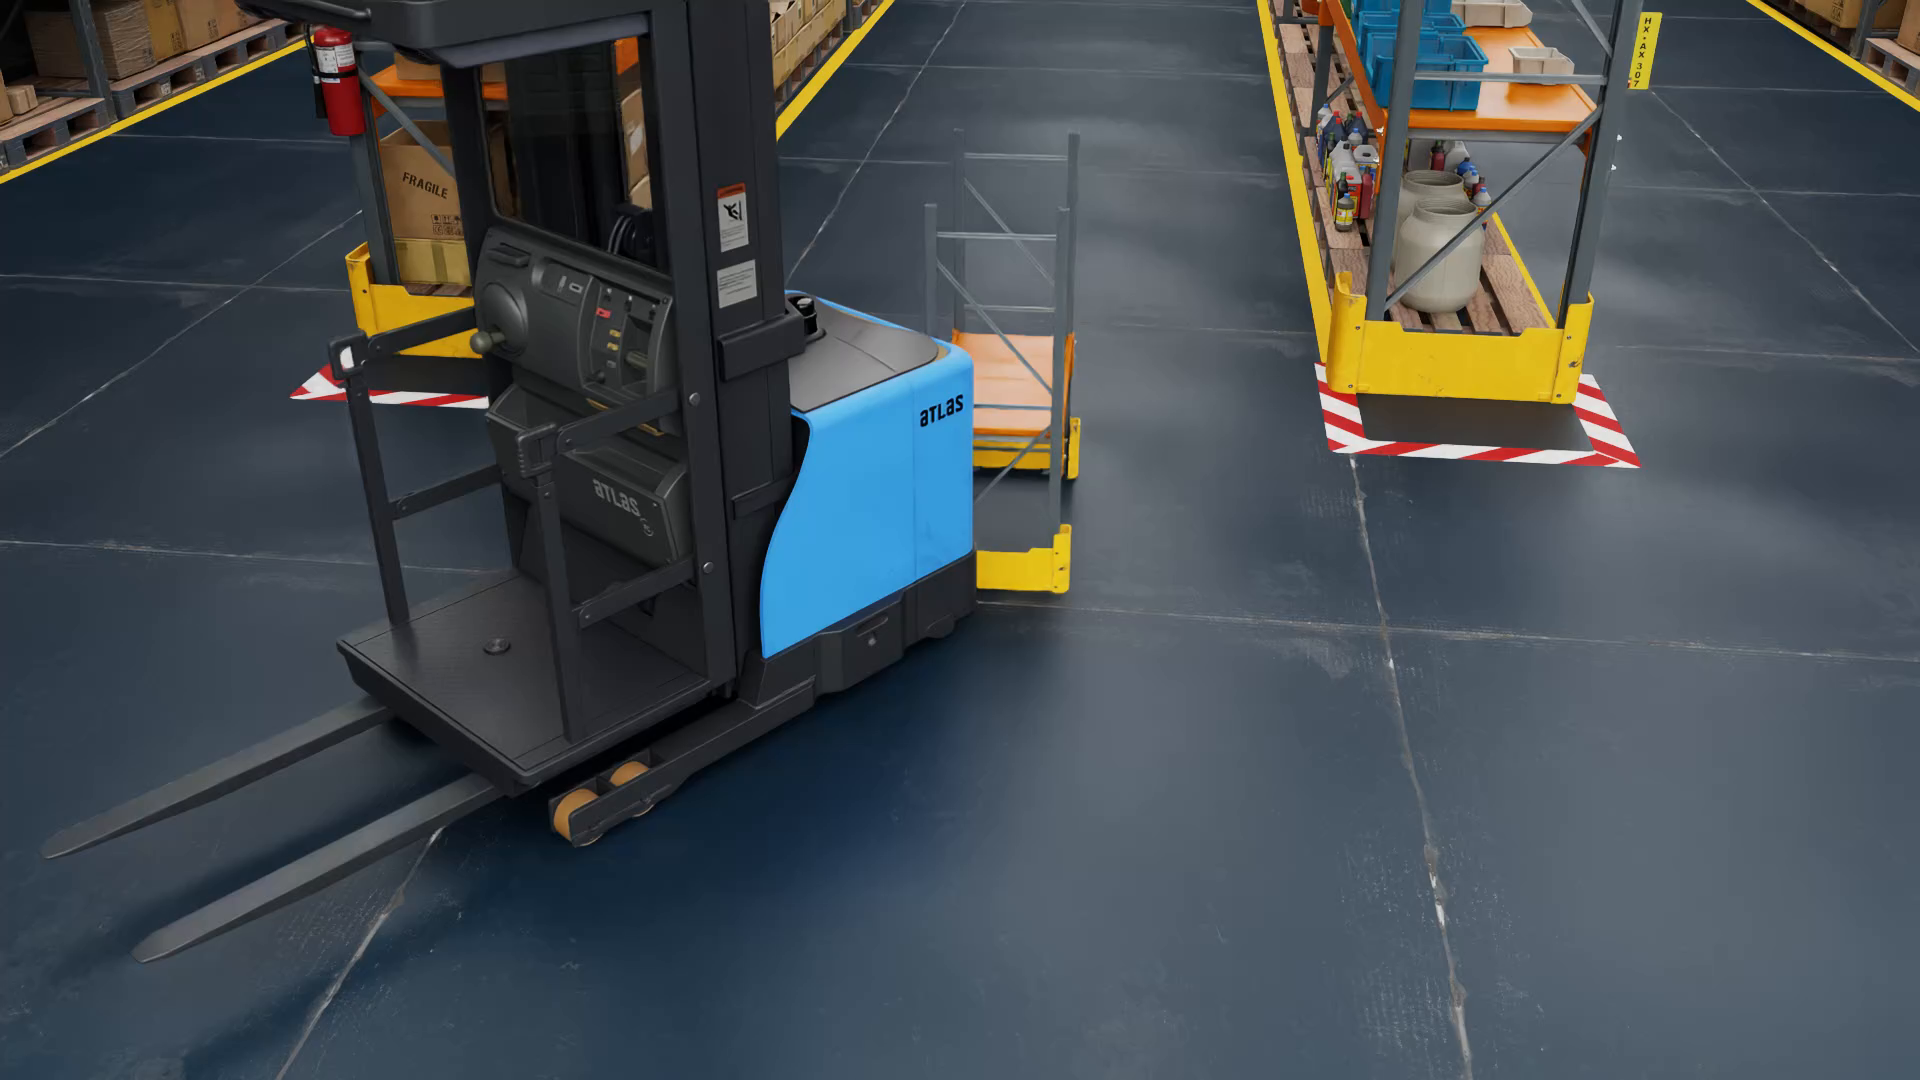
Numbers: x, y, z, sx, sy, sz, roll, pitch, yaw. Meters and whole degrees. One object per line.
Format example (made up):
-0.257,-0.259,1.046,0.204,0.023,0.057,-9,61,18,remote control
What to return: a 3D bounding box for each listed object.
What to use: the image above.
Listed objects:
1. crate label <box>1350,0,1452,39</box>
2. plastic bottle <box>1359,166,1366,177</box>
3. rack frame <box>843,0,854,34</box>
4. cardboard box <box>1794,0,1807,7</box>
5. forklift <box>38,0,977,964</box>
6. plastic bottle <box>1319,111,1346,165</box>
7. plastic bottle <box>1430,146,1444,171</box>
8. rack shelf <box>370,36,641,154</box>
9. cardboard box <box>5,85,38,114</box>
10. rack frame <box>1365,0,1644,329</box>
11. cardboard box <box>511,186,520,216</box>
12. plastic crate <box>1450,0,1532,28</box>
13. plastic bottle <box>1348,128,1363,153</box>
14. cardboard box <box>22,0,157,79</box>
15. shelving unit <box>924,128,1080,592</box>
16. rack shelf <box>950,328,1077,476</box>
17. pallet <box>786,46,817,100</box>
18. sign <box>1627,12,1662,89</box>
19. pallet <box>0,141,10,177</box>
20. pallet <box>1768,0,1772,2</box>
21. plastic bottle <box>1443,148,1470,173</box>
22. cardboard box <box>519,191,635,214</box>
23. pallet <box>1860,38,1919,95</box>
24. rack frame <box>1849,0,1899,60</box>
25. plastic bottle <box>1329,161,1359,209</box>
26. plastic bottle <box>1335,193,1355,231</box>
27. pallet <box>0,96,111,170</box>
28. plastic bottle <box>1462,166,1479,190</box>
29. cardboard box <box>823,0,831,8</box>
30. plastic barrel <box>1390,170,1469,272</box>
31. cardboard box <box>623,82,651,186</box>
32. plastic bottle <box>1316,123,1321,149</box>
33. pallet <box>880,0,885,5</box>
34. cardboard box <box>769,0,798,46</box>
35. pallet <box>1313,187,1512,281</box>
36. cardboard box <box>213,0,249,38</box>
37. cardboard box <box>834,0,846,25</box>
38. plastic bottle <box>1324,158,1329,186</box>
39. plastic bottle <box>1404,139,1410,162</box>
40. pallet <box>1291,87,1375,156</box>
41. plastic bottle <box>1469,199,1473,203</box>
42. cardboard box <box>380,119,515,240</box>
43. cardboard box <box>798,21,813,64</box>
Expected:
2.390,-2.943,9.013,0.502,0.435,0.616,3,28,6,crate label
2.440,-2.171,10.104,0.097,0.201,0.097,0,28,0,plastic bottle
-1.502,-6.101,14.911,1.000,3.000,0.127,3,28,6,rack frame
8.551,-5.515,15.622,1.225,0.875,0.875,3,29,6,cardboard box
-1.312,-0.640,4.848,1.130,2.935,3.031,24,36,37,forklift
2.413,-2.600,10.742,0.144,0.351,0.185,4,29,8,plastic bottle
2.938,-2.293,10.244,0.061,0.283,0.133,3,28,6,plastic bottle
-2.237,-2.960,9.839,1.077,0.370,4.000,3,28,6,rack shelf
-6.945,-3.197,12.044,0.380,0.166,0.250,0,28,0,cardboard box
2.433,-2.045,7.384,1.000,3.000,0.127,3,28,6,rack frame
-2.661,-1.815,9.412,0.500,0.250,0.500,3,28,6,cardboard box
2.976,-3.033,9.495,0.530,0.136,0.437,3,28,6,plastic crate
2.515,-2.489,10.621,0.097,0.271,0.097,0,28,0,plastic bottle
-6.835,-3.944,13.081,0.700,0.500,0.500,4,29,8,cardboard box
0.177,-0.728,6.520,0.587,1.500,1.083,3,28,5,shelving unit
0.176,-0.565,6.597,0.538,0.185,1.000,3,28,5,rack shelf
-1.794,-3.915,13.794,1.003,0.211,1.213,3,28,6,pallet
2.979,-2.133,7.255,0.100,0.325,0.005,3,28,6,sign
-7.103,-2.382,10.949,1.003,0.211,1.213,3,28,6,pallet
8.799,-5.811,17.313,1.003,0.211,1.213,3,28,6,pallet
3.043,-2.284,10.235,0.152,0.276,0.135,4,29,7,plastic bottle
-2.138,-1.784,9.356,0.500,0.250,0.500,3,28,6,cardboard box
8.232,-3.928,13.818,1.003,0.211,1.213,3,28,6,pallet
8.329,-5.523,13.839,1.000,3.000,0.127,3,28,6,rack frame
2.298,-2.112,9.916,0.152,0.276,0.135,3,28,5,plastic bottle
2.223,-1.897,9.595,0.097,0.201,0.097,0,28,0,plastic bottle
-6.956,-2.958,12.018,1.003,0.211,1.213,3,28,6,pallet
3.019,-2.081,9.864,0.097,0.271,0.097,0,28,0,plastic bottle
-1.379,-4.816,14.392,0.500,0.311,0.500,3,28,5,cardboard box
2.499,-1.685,8.895,0.421,0.512,0.421,0,28,0,plastic barrel
-2.088,-2.350,9.616,0.500,0.500,0.500,3,28,6,cardboard box
2.437,-2.717,11.118,0.097,0.201,0.097,0,28,0,plastic bottle
-1.221,-5.795,17.284,1.003,0.211,1.213,3,28,6,pallet
-1.566,-4.098,13.059,0.500,0.311,0.500,2,28,5,cardboard box
2.653,-1.811,9.889,1.003,0.211,1.213,3,28,6,pallet
-6.667,-4.667,14.421,0.700,0.500,0.500,3,28,6,cardboard box
-1.325,-4.813,14.978,0.500,0.250,0.500,4,29,7,cardboard box
2.331,-2.313,10.368,0.097,0.201,0.097,0,28,0,plastic bottle
2.987,-2.644,10.824,0.144,0.351,0.185,3,28,6,plastic bottle
2.981,-3.072,12.230,1.003,0.211,1.213,3,28,6,pallet
2.977,-1.891,9.584,0.097,0.201,0.097,0,28,0,plastic bottle
-2.712,-1.909,8.797,0.500,0.500,0.500,3,28,6,cardboard box
-1.509,-4.091,13.638,0.500,0.250,0.500,4,29,7,cardboard box
